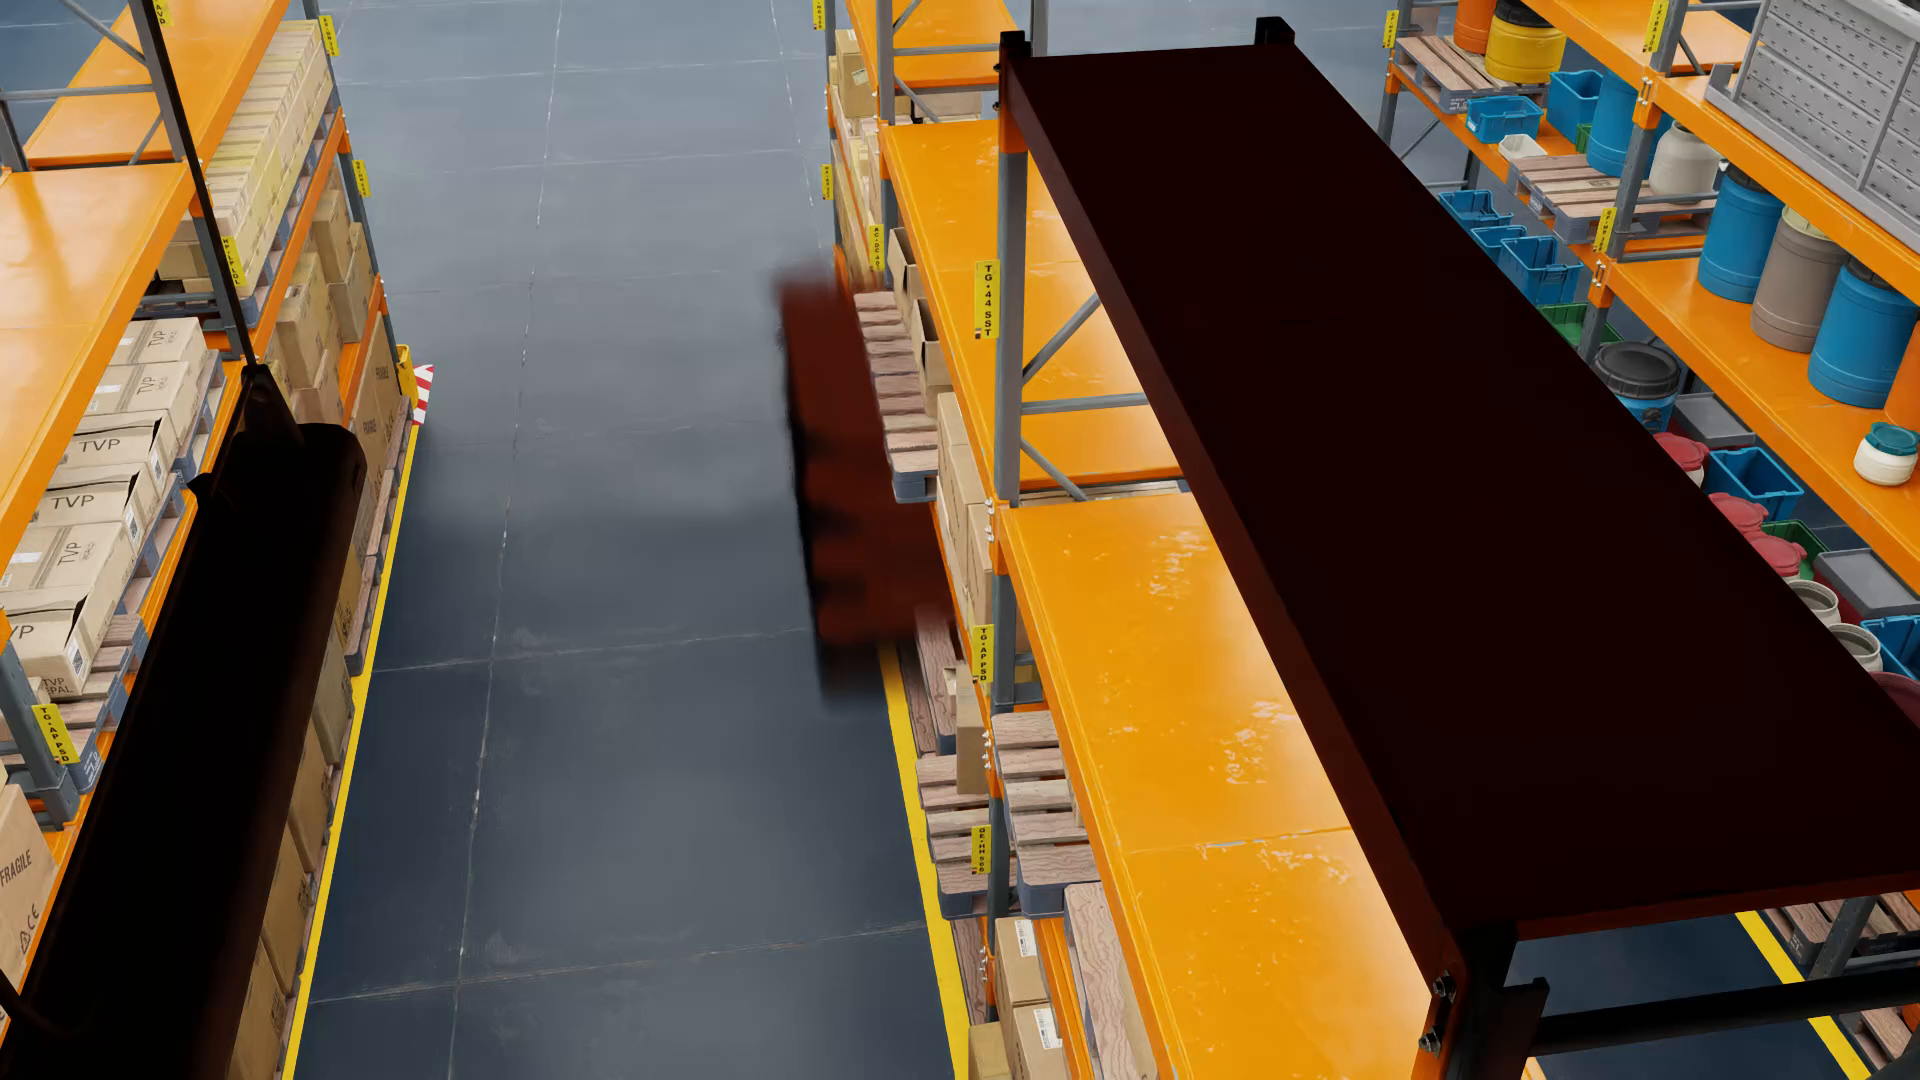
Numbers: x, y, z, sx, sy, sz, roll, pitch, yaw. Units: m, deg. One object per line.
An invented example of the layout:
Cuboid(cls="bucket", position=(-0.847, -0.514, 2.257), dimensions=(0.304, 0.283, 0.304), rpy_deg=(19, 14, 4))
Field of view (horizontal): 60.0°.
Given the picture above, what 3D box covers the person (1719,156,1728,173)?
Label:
Cuboid(cls="person", position=(8.874, -5.041, 18.845), dimensions=(0.699, 1.818, 0.612), rpy_deg=(29, 45, 34))
